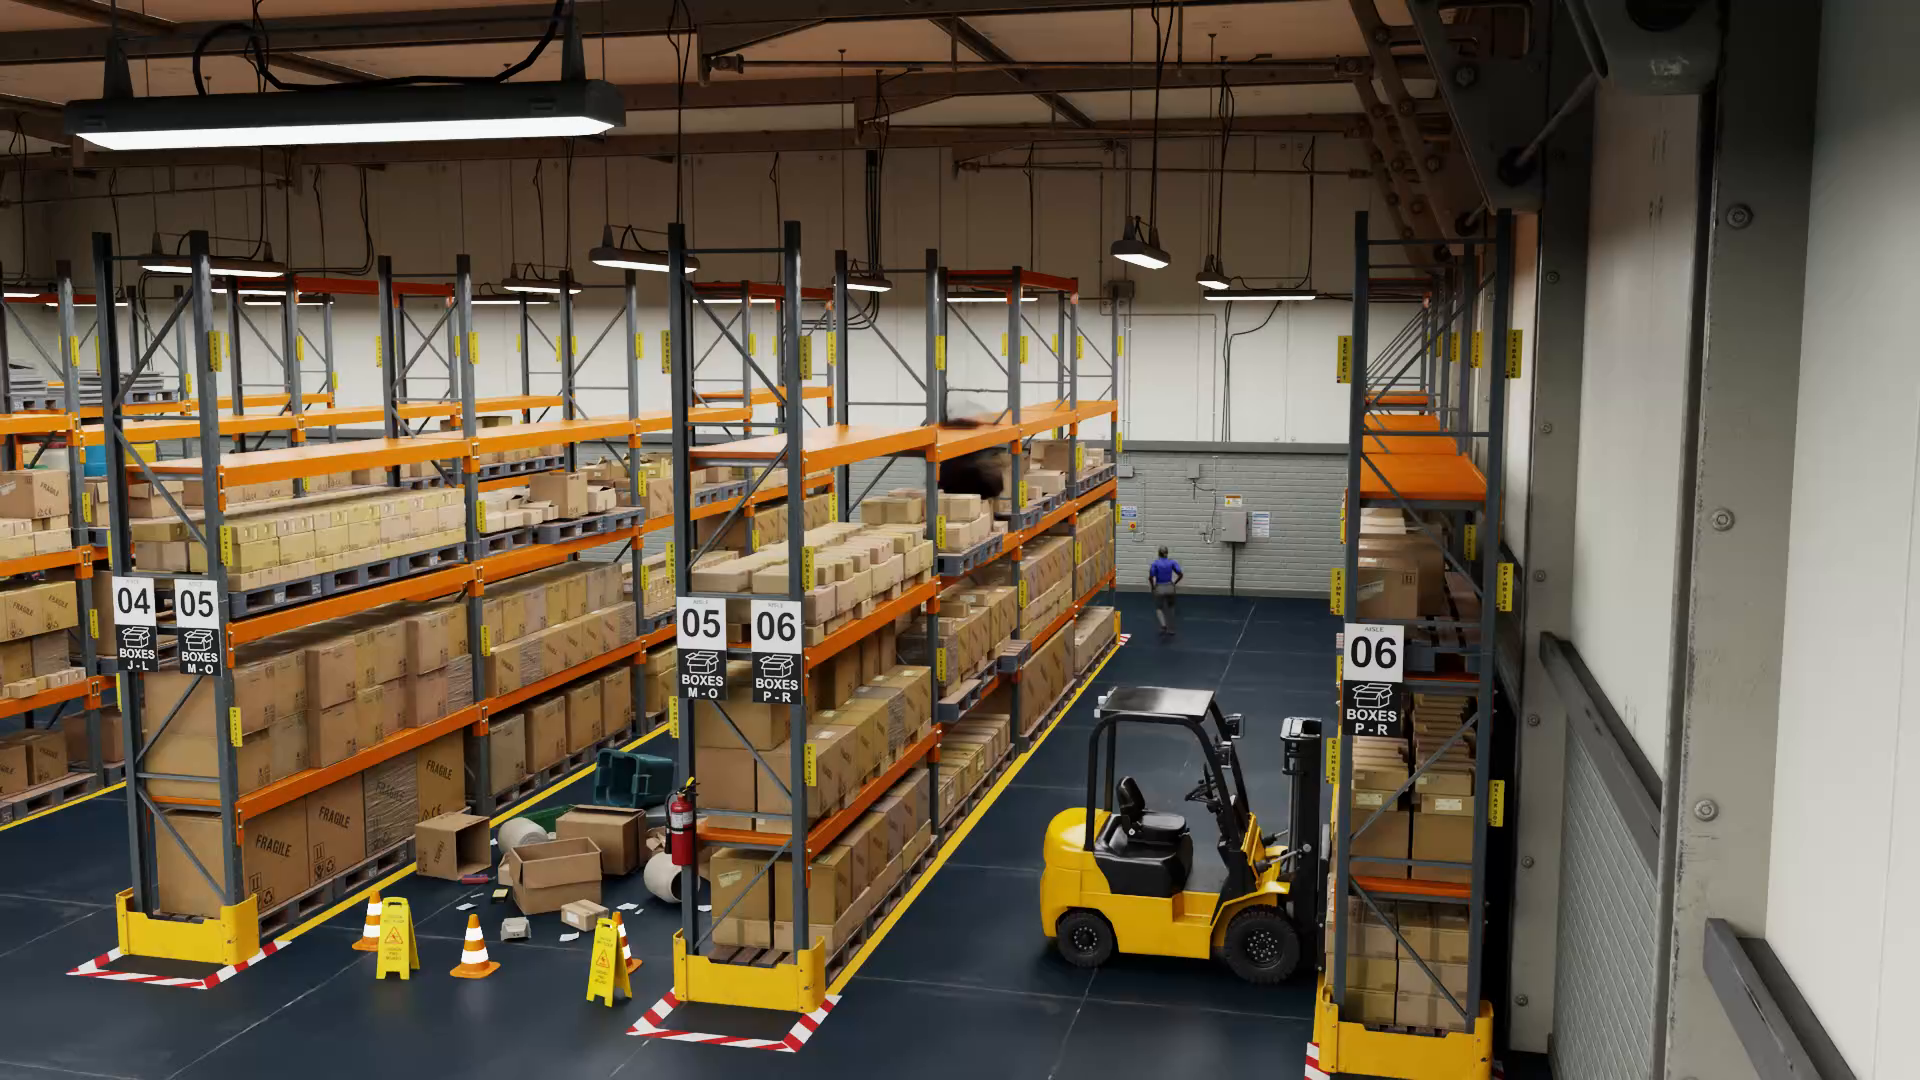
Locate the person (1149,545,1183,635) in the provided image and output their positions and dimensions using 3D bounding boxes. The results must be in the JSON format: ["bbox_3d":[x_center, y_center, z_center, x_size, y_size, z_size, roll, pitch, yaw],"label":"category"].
[{"bbox_3d":[3.543,0.878,28.806,0.598,1.593,0.606,0,7,-2],"label":"person"}]

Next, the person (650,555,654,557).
[{"bbox_3d":[-5.016,1.032,27.521,0.566,1.607,0.744,2,7,14],"label":"person"}]
